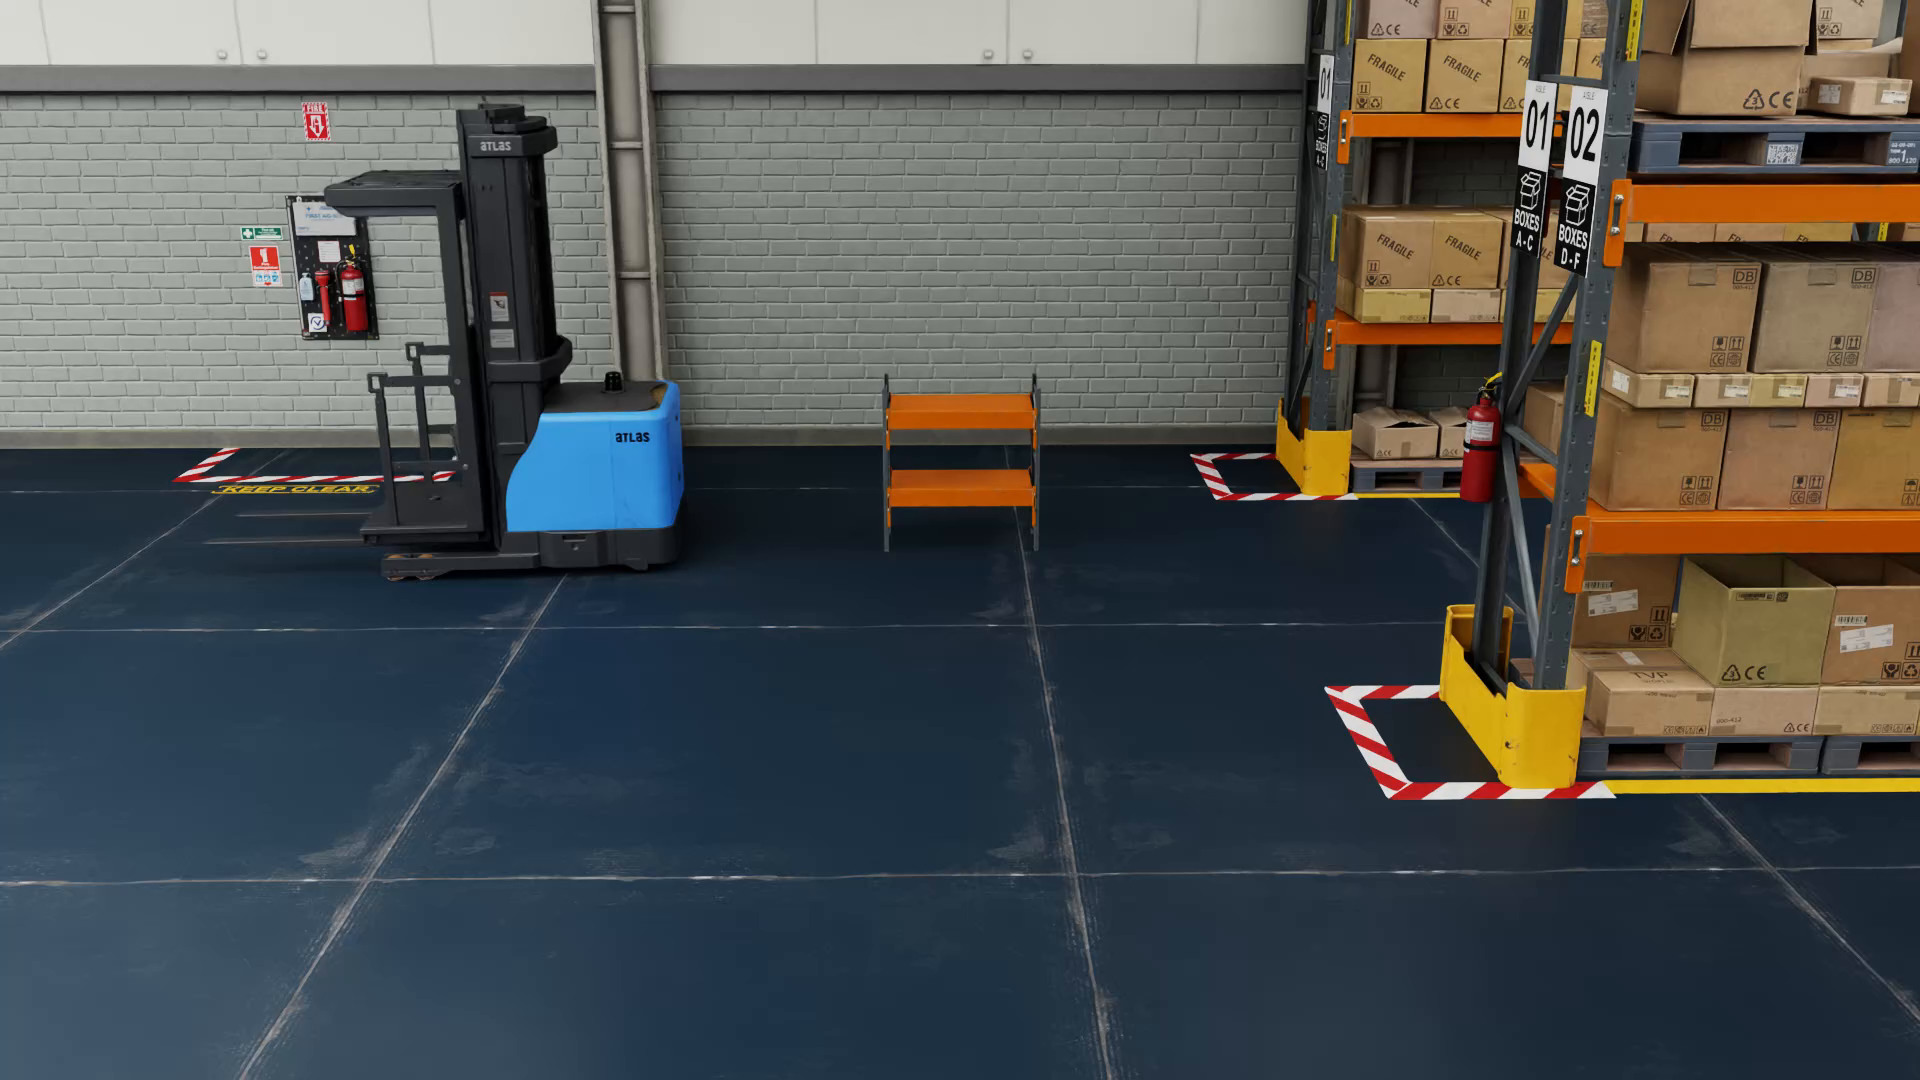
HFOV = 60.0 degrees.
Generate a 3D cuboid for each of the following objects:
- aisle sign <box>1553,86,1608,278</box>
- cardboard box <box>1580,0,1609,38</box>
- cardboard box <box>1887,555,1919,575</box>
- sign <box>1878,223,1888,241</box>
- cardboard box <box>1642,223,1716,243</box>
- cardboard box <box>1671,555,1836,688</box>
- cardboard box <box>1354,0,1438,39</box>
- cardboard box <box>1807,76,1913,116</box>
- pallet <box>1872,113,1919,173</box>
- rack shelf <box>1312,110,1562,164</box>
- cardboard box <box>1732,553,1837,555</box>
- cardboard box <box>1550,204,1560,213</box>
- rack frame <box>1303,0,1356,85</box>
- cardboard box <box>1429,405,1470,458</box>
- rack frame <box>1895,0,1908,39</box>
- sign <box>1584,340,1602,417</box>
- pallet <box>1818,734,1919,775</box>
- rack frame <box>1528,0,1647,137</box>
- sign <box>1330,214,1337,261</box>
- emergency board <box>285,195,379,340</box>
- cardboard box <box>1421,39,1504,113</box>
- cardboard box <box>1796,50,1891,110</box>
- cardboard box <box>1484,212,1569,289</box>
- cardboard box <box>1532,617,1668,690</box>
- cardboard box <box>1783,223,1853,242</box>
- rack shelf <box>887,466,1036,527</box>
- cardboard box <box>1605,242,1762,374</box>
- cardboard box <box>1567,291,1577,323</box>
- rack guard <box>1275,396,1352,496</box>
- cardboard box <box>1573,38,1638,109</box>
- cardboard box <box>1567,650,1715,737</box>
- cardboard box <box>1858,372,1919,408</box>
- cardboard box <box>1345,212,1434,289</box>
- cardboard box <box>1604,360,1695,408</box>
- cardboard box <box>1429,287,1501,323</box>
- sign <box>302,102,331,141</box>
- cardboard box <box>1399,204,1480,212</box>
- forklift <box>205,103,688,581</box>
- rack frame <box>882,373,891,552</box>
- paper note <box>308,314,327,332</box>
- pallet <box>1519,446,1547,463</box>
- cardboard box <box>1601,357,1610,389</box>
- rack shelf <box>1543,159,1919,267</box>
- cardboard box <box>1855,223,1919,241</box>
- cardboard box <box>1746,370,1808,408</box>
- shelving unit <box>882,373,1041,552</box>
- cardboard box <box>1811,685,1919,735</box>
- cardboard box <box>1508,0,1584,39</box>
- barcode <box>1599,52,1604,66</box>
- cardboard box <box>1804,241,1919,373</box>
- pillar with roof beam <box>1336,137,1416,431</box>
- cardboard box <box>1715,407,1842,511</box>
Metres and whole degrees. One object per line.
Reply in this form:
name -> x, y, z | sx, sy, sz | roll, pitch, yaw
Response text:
aisle sign -> 2.715, -1.573, 7.286 | 0.004, 0.787, 0.394 | 0, 18, -1
cardboard box -> 4.662, -3.987, 12.323 | 0.500, 0.500, 0.500 | 0, 18, -1
cardboard box -> 4.815, 0.382, 8.033 | 0.500, 0.500, 0.500 | 0, 18, -1
sign -> 6.709, -2.208, 12.103 | 0.005, 0.325, 0.100 | 0, 18, -1
cardboard box -> 5.223, -2.157, 12.345 | 0.500, 0.500, 0.500 | -1, 18, -2
cardboard box -> 3.815, 0.385, 8.022 | 0.500, 0.500, 0.500 | 0, 18, -1
cardboard box -> 3.083, -3.832, 11.837 | 0.500, 0.500, 0.500 | -2, 18, -5
cardboard box -> 3.955, -1.956, 7.320 | 0.250, 0.149, 0.380 | 0, 18, -1
pallet -> 4.706, -1.818, 7.538 | 1.213, 0.211, 1.003 | 0, 18, -1
rack shelf -> 4.693, -3.038, 12.373 | 4.000, 0.370, 1.077 | 0, 18, -1
cardboard box -> 4.307, 0.220, 8.537 | 0.500, 0.500, 0.500 | 0, 18, -1
cardboard box -> 4.685, -2.310, 12.824 | 0.500, 0.500, 0.500 | 0, 18, 0
rack frame -> 2.694, -4.799, 11.775 | 0.127, 3.000, 1.000 | 0, 18, -1
cardboard box -> 3.957, -0.850, 12.968 | 0.500, 0.311, 0.500 | 1, 18, 4
rack frame -> 6.693, -4.818, 11.835 | 0.127, 3.000, 1.000 | 0, 18, -1
sign -> 2.778, -0.710, 7.302 | 0.005, 0.325, 0.100 | 0, 18, -1
pallet -> 4.756, 0.877, 8.468 | 1.213, 0.211, 1.003 | 0, 18, -1
rack frame -> 2.776, -3.286, 7.059 | 0.127, 3.000, 1.000 | 0, 18, -1
sign -> 2.702, -2.189, 12.043 | 0.005, 0.325, 0.100 | 0, 18, -1
emergency board -> -5.091, -2.181, 13.435 | 0.643, 1.169, 0.194 | 0, 18, -1
cardboard box -> 3.569, -3.345, 11.956 | 0.500, 0.500, 0.500 | 1, 18, 3
cardboard box -> 3.923, -2.139, 7.723 | 0.500, 0.250, 0.500 | 0, 18, -1
cardboard box -> 4.187, -2.148, 12.318 | 0.500, 0.500, 0.500 | -1, 18, -3
cardboard box -> 3.307, 0.587, 8.620 | 0.500, 0.250, 0.500 | 0, 18, -1
cardboard box -> 6.225, -2.160, 12.355 | 0.500, 0.500, 0.500 | 0, 18, -1
rack shelf -> 0.007, -0.303, 11.451 | 1.000, 0.278, 0.538 | 0, 18, -1
cardboard box -> 3.295, -1.093, 7.757 | 0.500, 0.500, 0.700 | 0, 18, -1
cardboard box -> 4.720, -1.795, 12.445 | 0.500, 0.250, 0.500 | 0, 18, 0
rack guard -> 2.770, -0.752, 13.075 | 0.348, 0.500, 1.175 | 0, 18, -1
cardboard box -> 4.624, -3.357, 11.996 | 0.500, 0.500, 0.500 | 1, 18, 3
cardboard box -> 3.315, 0.745, 8.127 | 0.500, 0.250, 0.500 | 0, 18, -1
cardboard box -> 4.203, -0.727, 7.679 | 0.250, 0.149, 0.380 | -1, 18, -3
cardboard box -> 3.176, -2.148, 12.318 | 0.500, 0.500, 0.500 | 0, 18, -1
cardboard box -> 3.171, -0.722, 7.662 | 0.250, 0.149, 0.380 | 0, 18, -1
cardboard box -> 3.705, -1.793, 12.438 | 0.500, 0.250, 0.500 | -1, 18, -3
sign -> -5.101, -3.315, 13.175 | 0.199, 0.298, 0.001 | 0, 18, -1
cardboard box -> 3.665, -2.304, 12.804 | 0.500, 0.500, 0.500 | 0, 18, 0
forklift -> -3.399, -1.299, 10.800 | 3.031, 2.935, 1.130 | -1, 18, -4
rack frame -> -0.502, -0.533, 11.368 | 0.032, 1.125, 0.500 | 0, 18, -1
paper note -> -5.269, -1.781, 13.632 | 0.142, 0.148, 0.016 | 0, 18, -1
pallet -> 4.799, -0.613, 13.113 | 1.213, 0.211, 1.003 | 0, 18, -1
cardboard box -> 3.155, -0.846, 8.048 | 0.250, 0.149, 0.380 | -1, 18, -2
rack shelf -> 4.775, -1.525, 7.657 | 4.000, 0.370, 1.077 | 0, 18, -1
cardboard box -> 7.203, -2.211, 12.644 | 0.500, 0.500, 0.700 | 0, 18, -1
cardboard box -> 3.685, -0.725, 7.671 | 0.250, 0.149, 0.380 | 0, 18, -1
shelving unit -> 0.007, -0.536, 11.376 | 1.048, 1.125, 0.538 | 0, 18, -1
cardboard box -> 4.315, 0.740, 8.145 | 0.500, 0.250, 0.500 | 0, 18, -1
cardboard box -> 4.097, -3.824, 11.815 | 0.500, 0.500, 0.500 | 0, 18, 1
barcode -> 3.070, -2.283, 7.892 | 0.075, 0.075, 0.001 | 0, 18, -1
cardboard box -> 4.325, -1.100, 7.779 | 0.500, 0.500, 0.700 | 0, 18, -1
pillar with roof beam -> 3.448, -3.752, 8.511 | 0.400, 9.000, 9.100 | 0, 18, -1
cardboard box -> 3.768, -0.479, 7.967 | 0.500, 0.500, 0.700 | 0, 18, 1
